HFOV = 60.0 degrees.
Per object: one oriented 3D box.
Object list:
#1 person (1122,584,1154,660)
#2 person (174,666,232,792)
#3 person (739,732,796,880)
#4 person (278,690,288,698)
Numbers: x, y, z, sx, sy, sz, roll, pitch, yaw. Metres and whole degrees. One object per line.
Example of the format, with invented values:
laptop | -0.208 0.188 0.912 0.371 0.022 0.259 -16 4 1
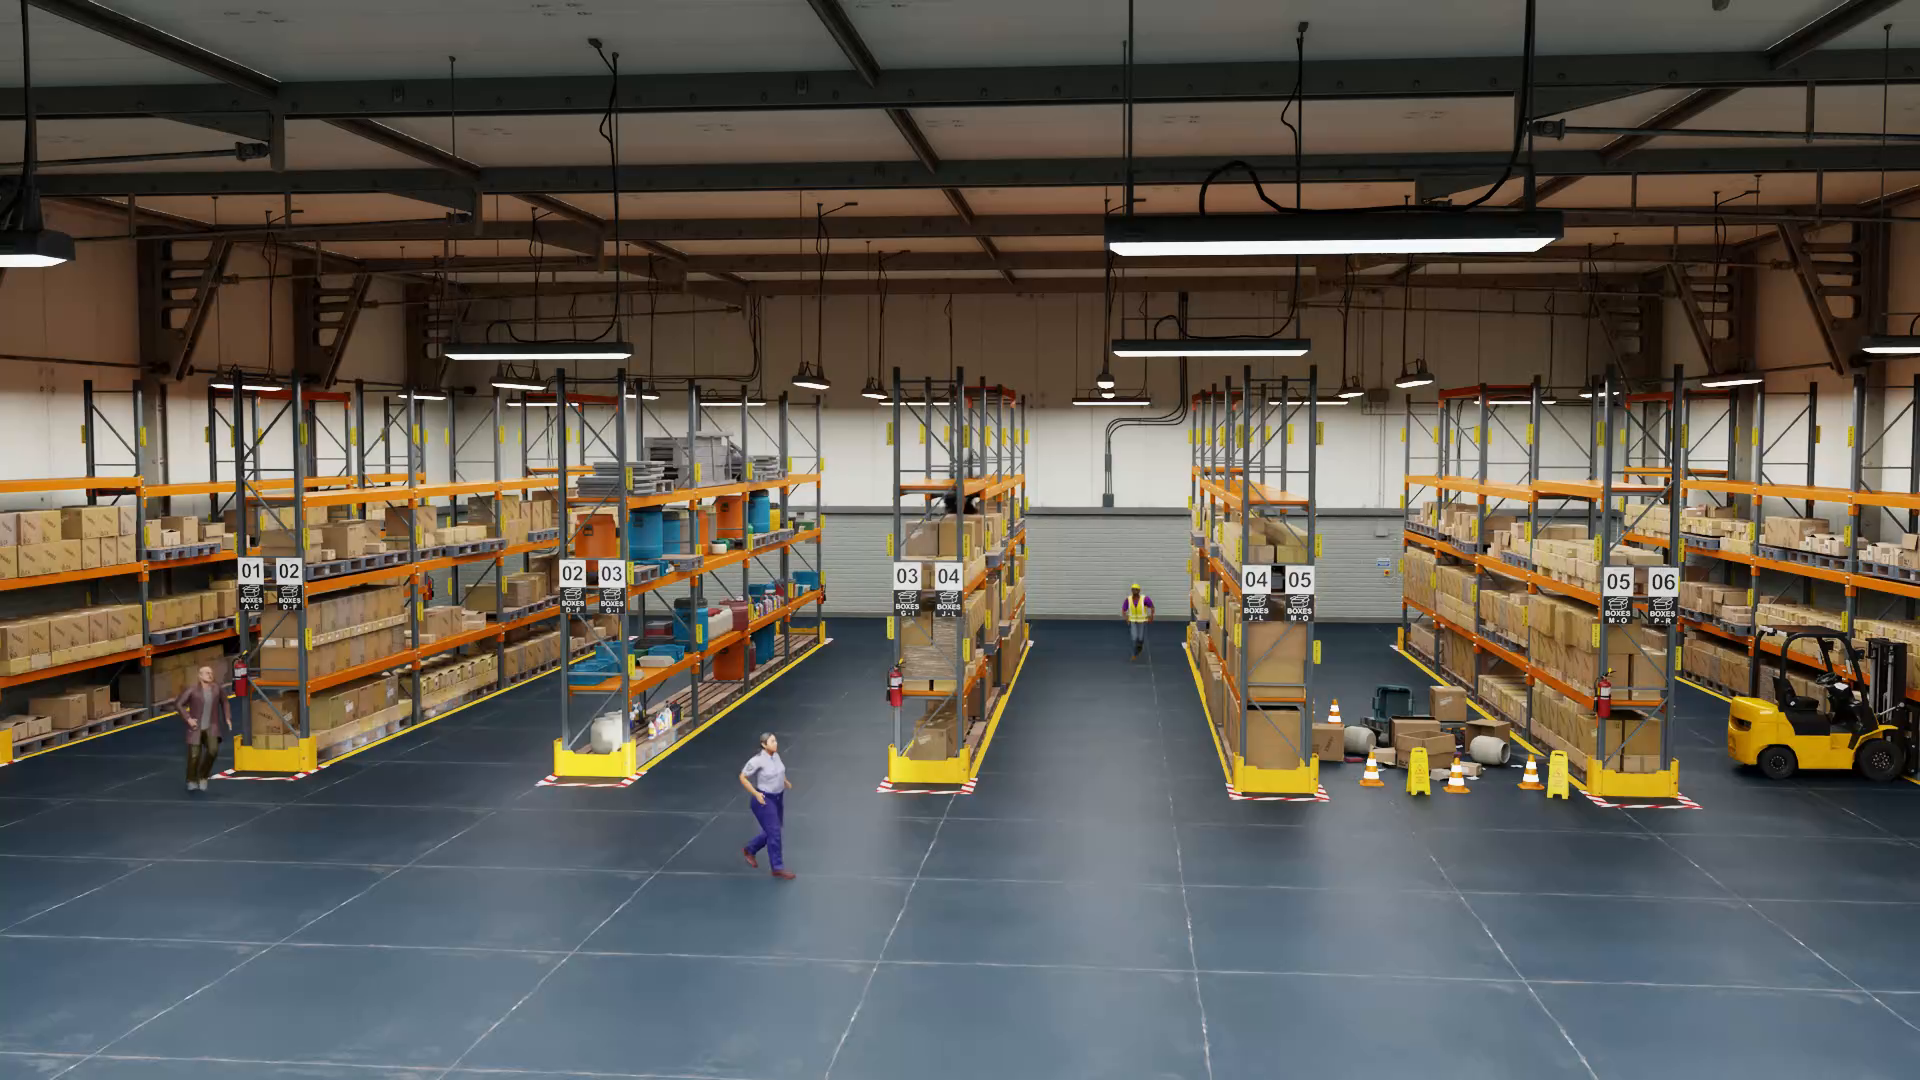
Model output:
person | 3.976 1.833 37.232 0.721 1.717 0.651 1 4 12
person | -10.714 2.679 23.606 0.768 1.745 0.601 -3 4 -36
person | -2.197 3.006 18.956 0.804 1.625 0.625 2 4 27
person | -11.481 2.362 28.404 0.642 1.767 0.647 0 4 2
